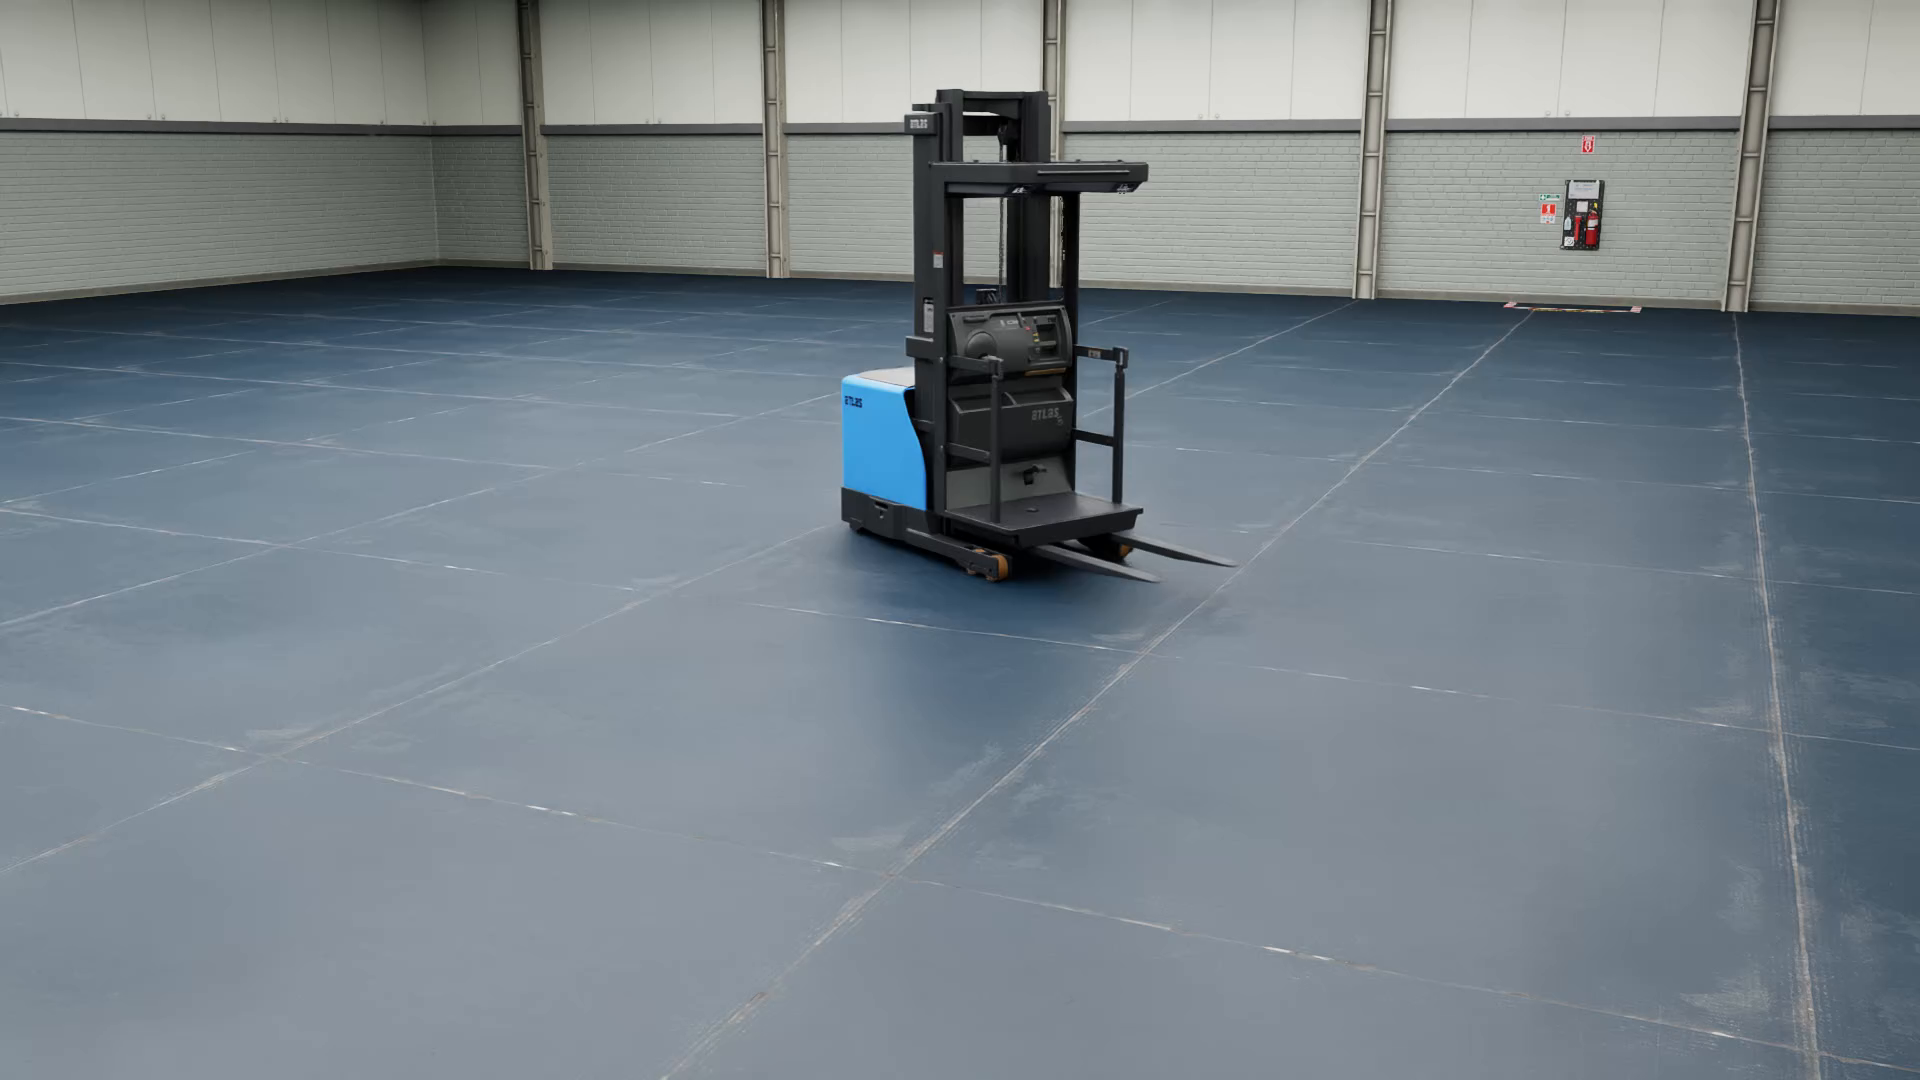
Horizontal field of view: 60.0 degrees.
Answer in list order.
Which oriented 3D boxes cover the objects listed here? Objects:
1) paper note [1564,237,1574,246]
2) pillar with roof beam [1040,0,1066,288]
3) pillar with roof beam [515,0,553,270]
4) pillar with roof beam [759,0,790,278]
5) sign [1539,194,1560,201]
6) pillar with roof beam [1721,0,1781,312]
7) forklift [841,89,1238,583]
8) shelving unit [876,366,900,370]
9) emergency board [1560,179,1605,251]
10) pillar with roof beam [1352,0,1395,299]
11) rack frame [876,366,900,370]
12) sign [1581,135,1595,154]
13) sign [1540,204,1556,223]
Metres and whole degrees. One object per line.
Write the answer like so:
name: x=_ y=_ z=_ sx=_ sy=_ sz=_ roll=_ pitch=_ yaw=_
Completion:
paper note: x=10.326 y=-5.060 z=28.181 sx=0.142 sy=0.148 sz=0.016 roll=6 pitch=14 yaw=23
pillar with roof beam: x=-0.011 y=-8.353 z=27.155 sx=0.400 sy=9.000 sz=9.100 roll=6 pitch=14 yaw=23
pillar with roof beam: x=-10.983 y=-9.464 z=31.887 sx=0.400 sy=9.000 sz=9.100 roll=6 pitch=14 yaw=23
pillar with roof beam: x=-5.497 y=-8.908 z=29.521 sx=0.400 sy=9.000 sz=9.100 roll=6 pitch=14 yaw=23
sign: x=9.997 y=-5.804 z=28.184 sx=0.331 sy=0.109 sz=0.001 roll=6 pitch=14 yaw=23
pillar with roof beam: x=10.960 y=-7.243 z=22.423 sx=0.400 sy=9.000 sz=9.100 roll=6 pitch=14 yaw=23
forklift: x=0.455 y=-1.299 z=10.373 sx=1.130 sy=2.935 sz=3.031 roll=-10 pitch=16 yaw=-35
shelving unit: x=-0.434 y=-0.716 z=11.979 sx=0.215 sy=1.050 sz=0.252 roll=-9 pitch=13 yaw=-33
emergency board: x=10.460 y=-5.458 z=27.949 sx=0.643 sy=1.169 sz=0.194 roll=6 pitch=14 yaw=23
pillar with roof beam: x=5.475 y=-7.798 z=24.789 sx=0.400 sy=9.000 sz=9.100 roll=6 pitch=14 yaw=23
rack frame: x=-0.502 y=-0.732 z=12.079 sx=0.200 sy=1.050 sz=0.008 roll=-9 pitch=13 yaw=-33
sign: x=10.493 y=-6.608 z=27.776 sx=0.199 sy=0.298 sz=0.001 roll=6 pitch=14 yaw=23
sign: x=9.996 y=-5.548 z=28.255 sx=0.234 sy=0.329 sz=0.001 roll=6 pitch=14 yaw=23
